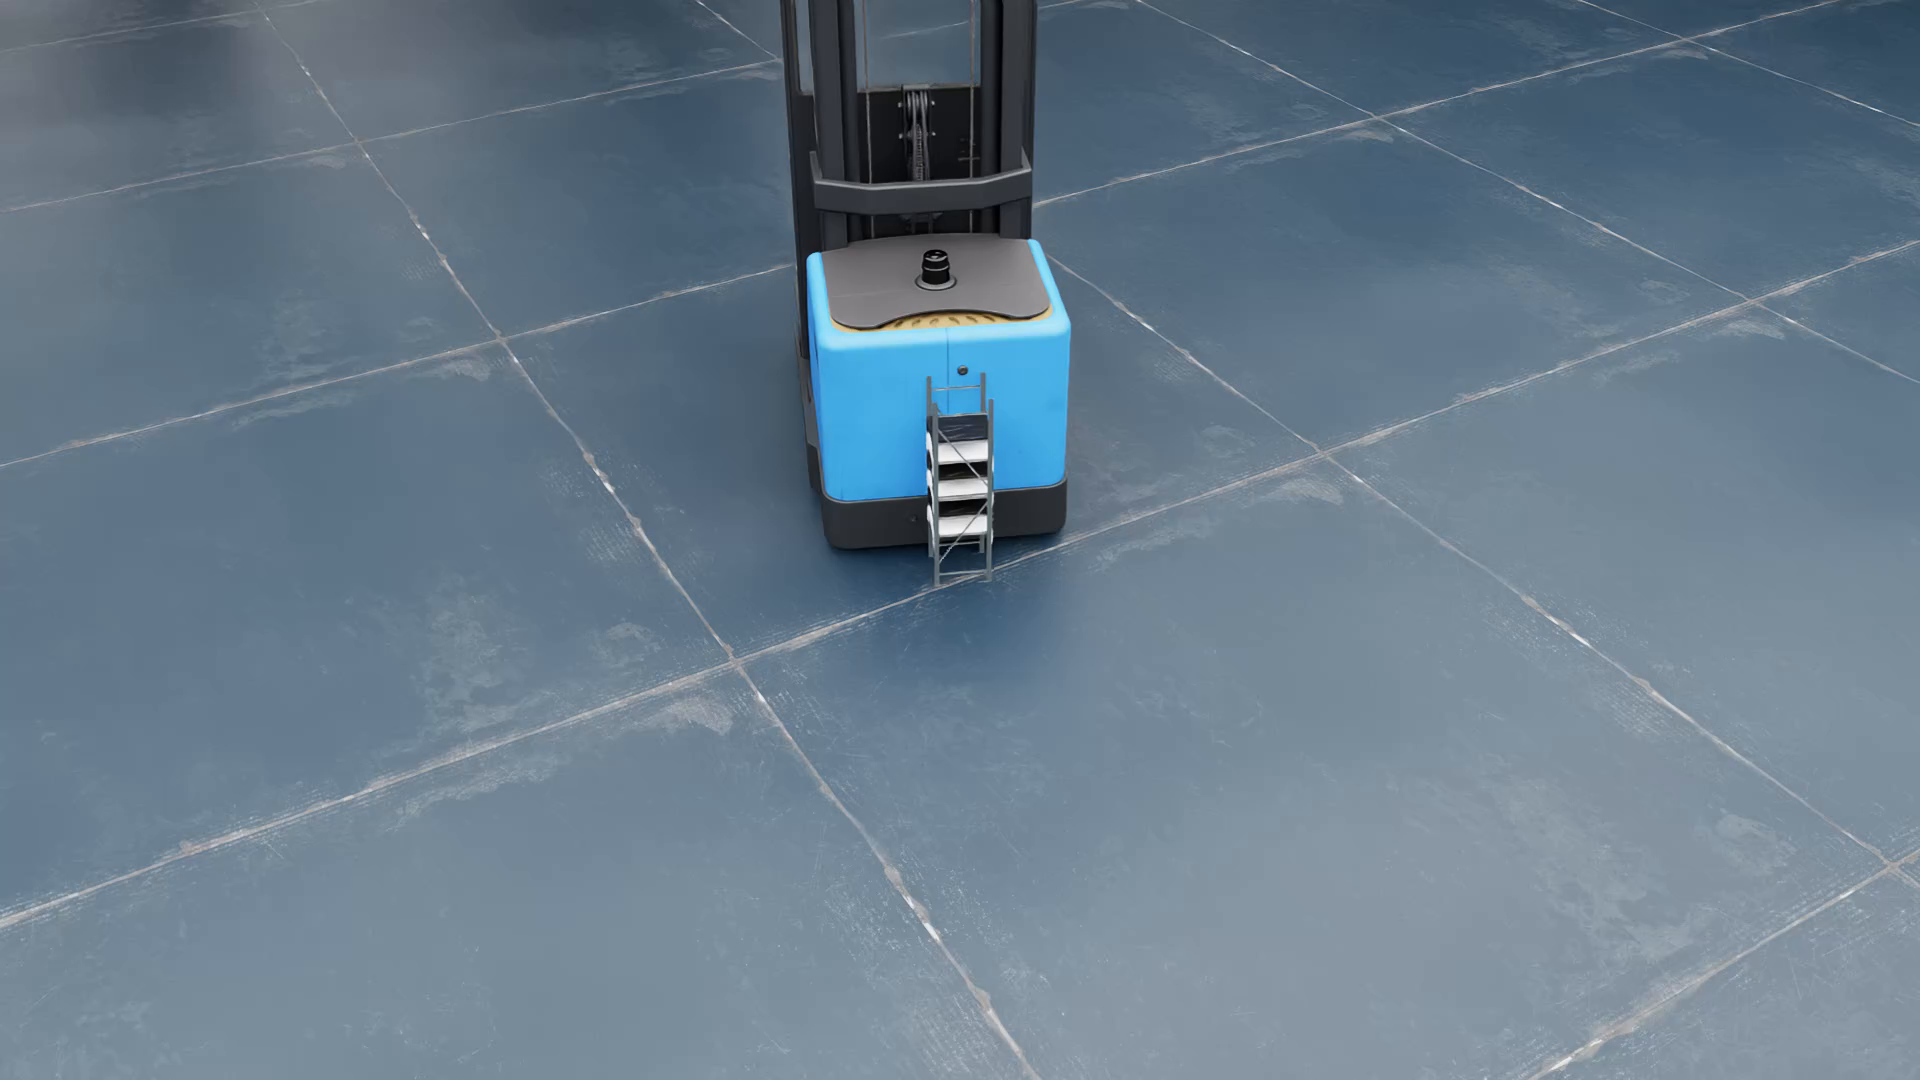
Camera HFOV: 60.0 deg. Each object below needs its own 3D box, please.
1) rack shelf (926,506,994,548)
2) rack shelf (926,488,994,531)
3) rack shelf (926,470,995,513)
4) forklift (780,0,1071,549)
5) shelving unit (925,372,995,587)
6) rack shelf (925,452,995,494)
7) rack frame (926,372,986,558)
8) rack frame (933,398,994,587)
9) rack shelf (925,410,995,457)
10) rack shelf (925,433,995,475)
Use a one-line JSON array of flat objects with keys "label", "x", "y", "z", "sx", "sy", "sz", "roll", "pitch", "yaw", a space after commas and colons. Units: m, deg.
[{"label": "rack shelf", "x": -0.001, "y": -0.065, "z": 6.937, "sx": 0.258, "sy": 0.077, "sz": 0.200, "roll": -5, "pitch": 36, "yaw": -6}, {"label": "rack shelf", "x": -0.001, "y": -0.137, "z": 6.884, "sx": 0.258, "sy": 0.077, "sz": 0.200, "roll": -5, "pitch": 36, "yaw": -6}, {"label": "rack shelf", "x": -0.001, "y": -0.210, "z": 6.831, "sx": 0.258, "sy": 0.077, "sz": 0.200, "roll": -5, "pitch": 36, "yaw": -6}, {"label": "forklift", "x": -0.249, "y": -2.005, "z": 7.510, "sx": 1.130, "sy": 2.935, "sz": 3.031, "roll": -5, "pitch": 36, "yaw": -6}, {"label": "shelving unit", "x": -0.001, "y": -0.237, "z": 6.811, "sx": 0.258, "sy": 0.900, "sz": 0.210, "roll": -5, "pitch": 36, "yaw": -6}, {"label": "rack shelf", "x": -0.001, "y": -0.283, "z": 6.778, "sx": 0.258, "sy": 0.077, "sz": 0.200, "roll": -5, "pitch": 36, "yaw": -6}, {"label": "rack frame", "x": -0.015, "y": -0.296, "z": 6.893, "sx": 0.240, "sy": 0.900, "sz": 0.006, "roll": -5, "pitch": 36, "yaw": -6}, {"label": "rack frame", "x": 0.013, "y": -0.177, "z": 6.730, "sx": 0.240, "sy": 0.900, "sz": 0.006, "roll": -5, "pitch": 36, "yaw": -6}, {"label": "rack shelf", "x": -0.001, "y": -0.428, "z": 6.672, "sx": 0.258, "sy": 0.077, "sz": 0.200, "roll": -5, "pitch": 36, "yaw": -6}, {"label": "rack shelf", "x": -0.001, "y": -0.355, "z": 6.725, "sx": 0.258, "sy": 0.077, "sz": 0.200, "roll": -5, "pitch": 36, "yaw": -6}]
